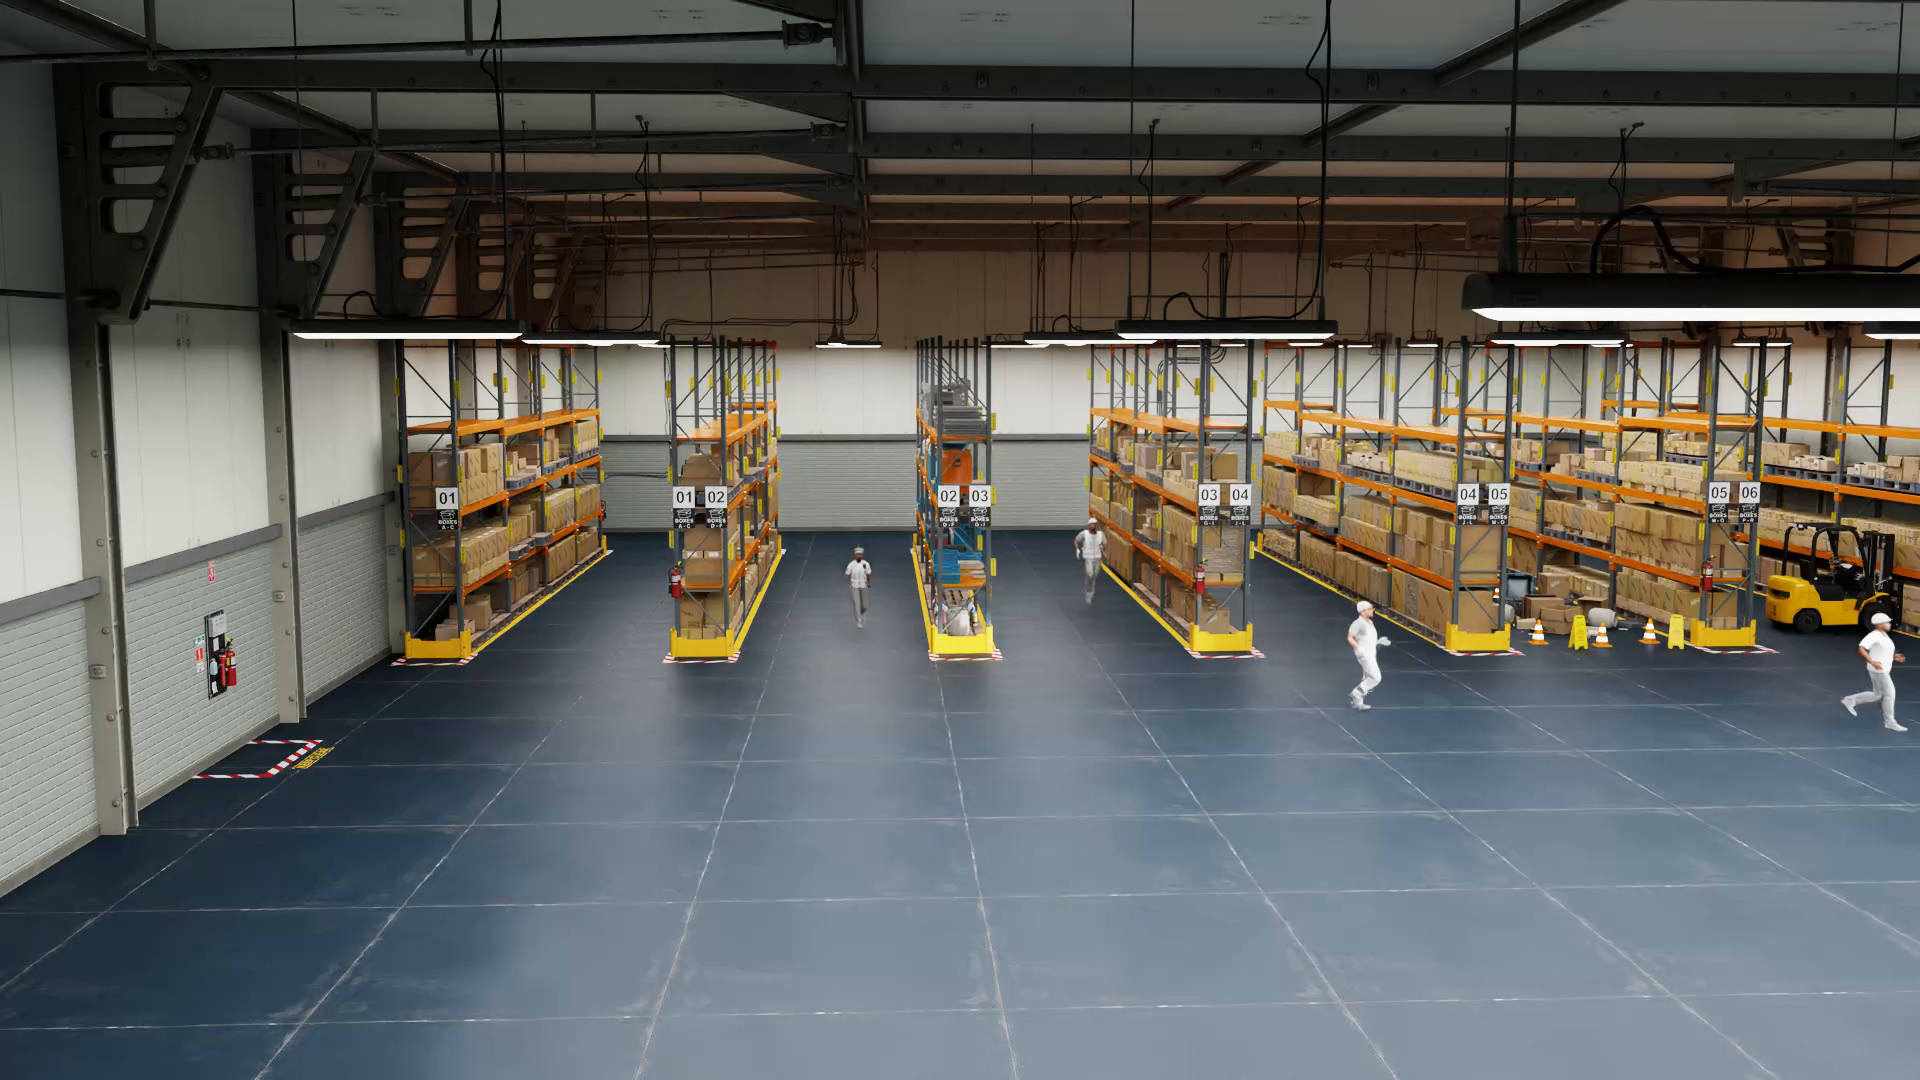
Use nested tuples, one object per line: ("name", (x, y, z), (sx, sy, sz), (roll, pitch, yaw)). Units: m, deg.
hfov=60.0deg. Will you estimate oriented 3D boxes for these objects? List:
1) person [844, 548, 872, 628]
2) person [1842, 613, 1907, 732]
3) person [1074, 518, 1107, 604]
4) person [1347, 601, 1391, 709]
("person", (-2.105, 0.970, 34.379), (0.556, 1.649, 0.569), (-1, 7, -10))
("person", (13.949, 1.988, 25.305), (0.924, 1.768, 0.699), (5, 8, 37))
("person", (2.890, 0.453, 36.263), (0.656, 1.864, 0.709), (-2, 7, -16))
("person", (6.515, 1.843, 26.451), (0.584, 1.740, 0.643), (3, 7, 28))
